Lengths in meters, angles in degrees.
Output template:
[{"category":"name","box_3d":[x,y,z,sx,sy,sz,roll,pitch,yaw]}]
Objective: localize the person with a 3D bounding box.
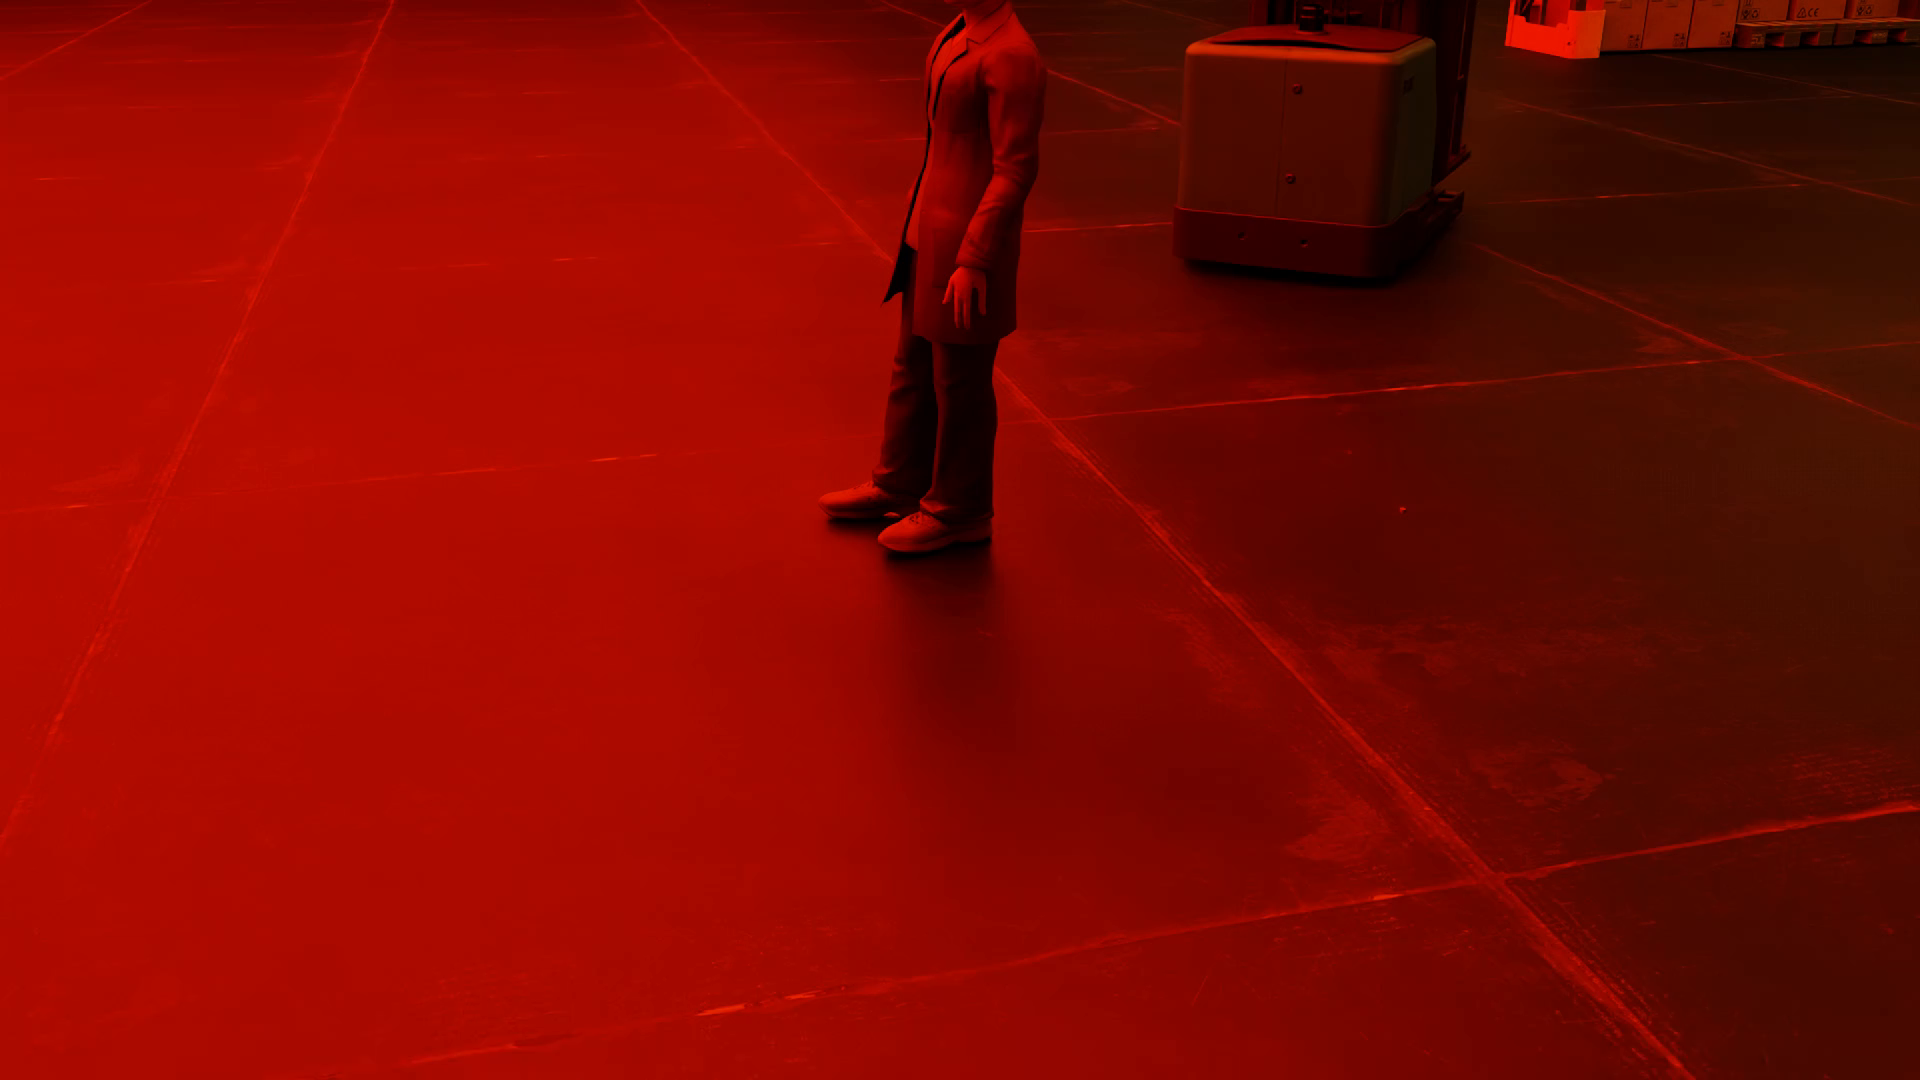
[{"category":"person","box_3d":[-0.089,-0.817,4.684,0.582,1.776,0.696,-6,24,-14]}]

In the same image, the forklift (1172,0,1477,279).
[{"category":"forklift","box_3d":[2.140,-3.109,8.614,1.130,2.935,3.031,11,25,24]}]
